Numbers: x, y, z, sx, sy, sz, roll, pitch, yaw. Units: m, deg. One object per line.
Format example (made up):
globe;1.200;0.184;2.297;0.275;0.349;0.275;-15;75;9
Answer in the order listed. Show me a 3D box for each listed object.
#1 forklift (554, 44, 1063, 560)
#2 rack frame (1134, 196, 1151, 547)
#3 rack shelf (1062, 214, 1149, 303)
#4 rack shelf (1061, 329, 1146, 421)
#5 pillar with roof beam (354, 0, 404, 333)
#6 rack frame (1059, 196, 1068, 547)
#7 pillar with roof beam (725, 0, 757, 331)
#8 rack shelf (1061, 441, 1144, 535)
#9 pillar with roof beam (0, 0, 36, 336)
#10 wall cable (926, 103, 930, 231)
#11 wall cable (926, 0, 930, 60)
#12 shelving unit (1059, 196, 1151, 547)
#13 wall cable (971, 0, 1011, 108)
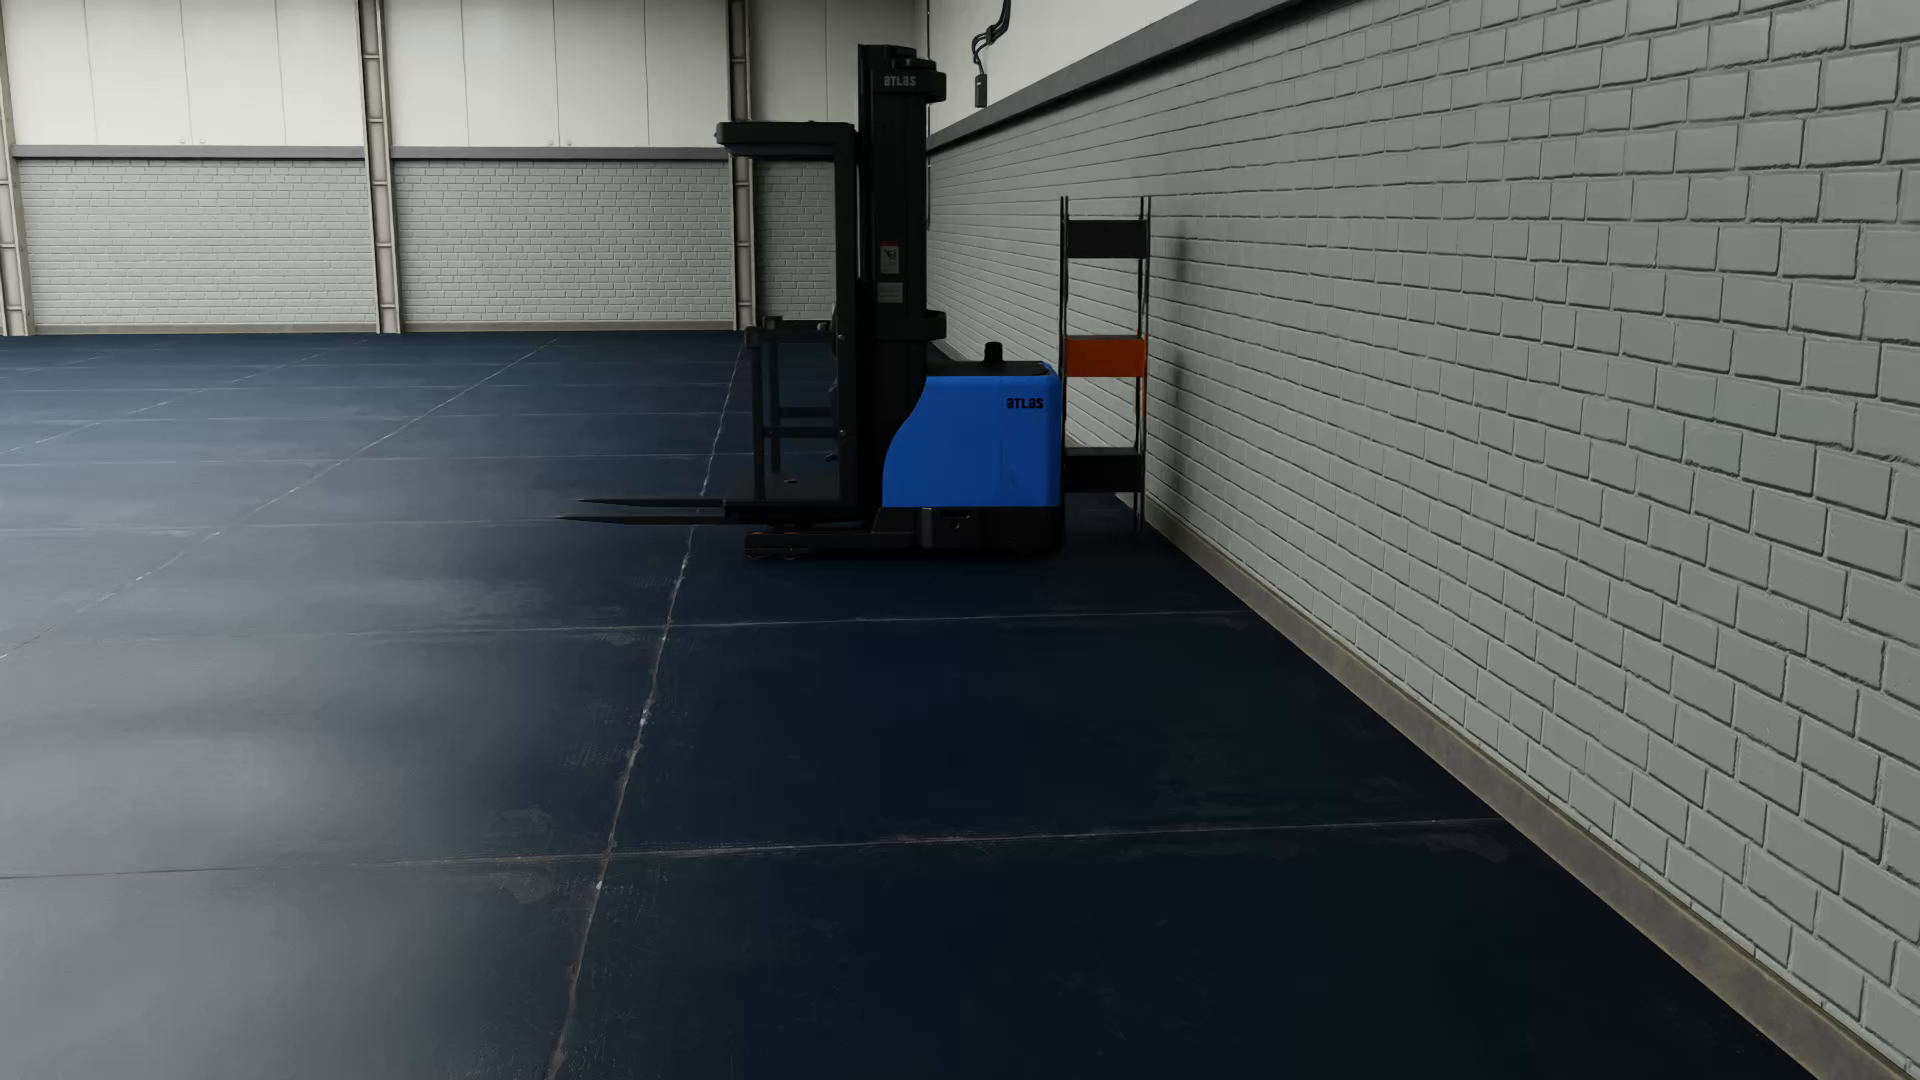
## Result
forklift;-0.912;-1.423;10.007;3.031;2.935;1.130;0;11;-1
rack frame;1.111;-1.026;10.145;0.015;2.100;0.400;0;11;-1
rack shelf;0.867;-1.699;10.010;0.480;0.518;0.431;0;11;-1
rack shelf;0.867;-1.012;10.145;0.480;0.518;0.431;0;11;-1
pillar with roof beam;-9.249;-7.129;23.303;0.400;9.000;9.100;-1;11;-6
rack frame;0.623;-1.025;10.139;0.015;2.100;0.400;0;11;-1
pillar with roof beam;-3.284;-7.254;23.939;0.400;9.000;9.100;-1;11;-6
rack shelf;0.867;-0.325;10.280;0.480;0.518;0.431;0;11;-1
pillar with roof beam;-15.214;-7.004;22.667;0.400;9.000;9.100;-1;11;-6
wall cable;-0.677;-6.364;27.460;0.112;2.526;3.097;-1;11;-6
wall cable;-0.385;-8.323;24.334;0.112;2.526;3.097;-1;11;-6
shelving unit;0.867;-1.026;10.142;0.503;2.100;0.431;0;11;-1
wall cable;0.332;-7.735;17.570;0.169;6.003;2.305;-1;11;-6
